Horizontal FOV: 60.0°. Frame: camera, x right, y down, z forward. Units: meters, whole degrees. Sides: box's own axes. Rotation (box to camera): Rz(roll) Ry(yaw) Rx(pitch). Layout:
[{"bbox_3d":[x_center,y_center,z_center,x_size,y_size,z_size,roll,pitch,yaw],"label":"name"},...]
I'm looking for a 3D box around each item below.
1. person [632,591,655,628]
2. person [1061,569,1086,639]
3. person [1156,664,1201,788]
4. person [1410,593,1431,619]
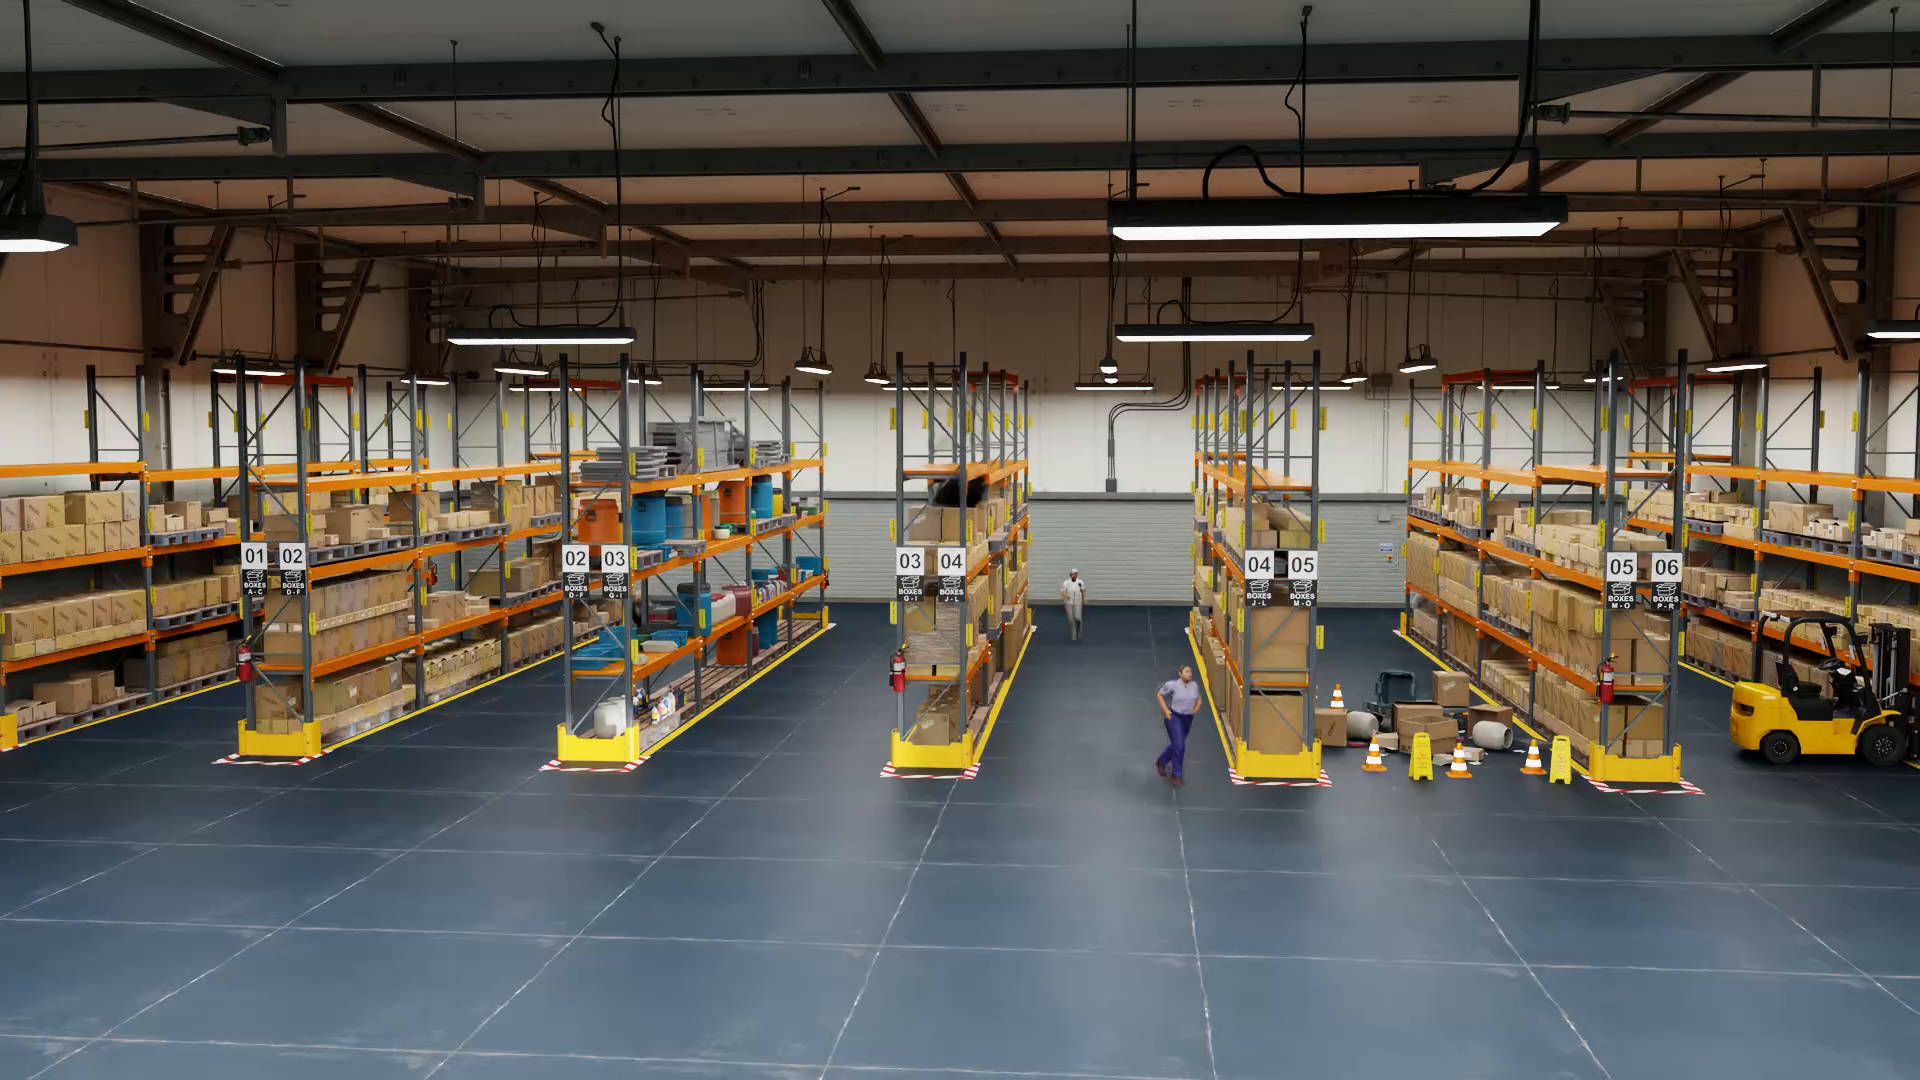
[{"bbox_3d":[-6.368,1.831,33.265,0.649,1.647,0.727,0,4,3],"label":"person"},{"bbox_3d":[2.598,1.479,38.074,0.585,1.633,0.571,0,4,2],"label":"person"},{"bbox_3d":[3.051,2.554,23.152,0.606,1.700,0.761,-3,5,-32],"label":"person"},{"bbox_3d":[11.180,1.321,40.141,0.772,1.727,0.547,1,4,9],"label":"person"}]
